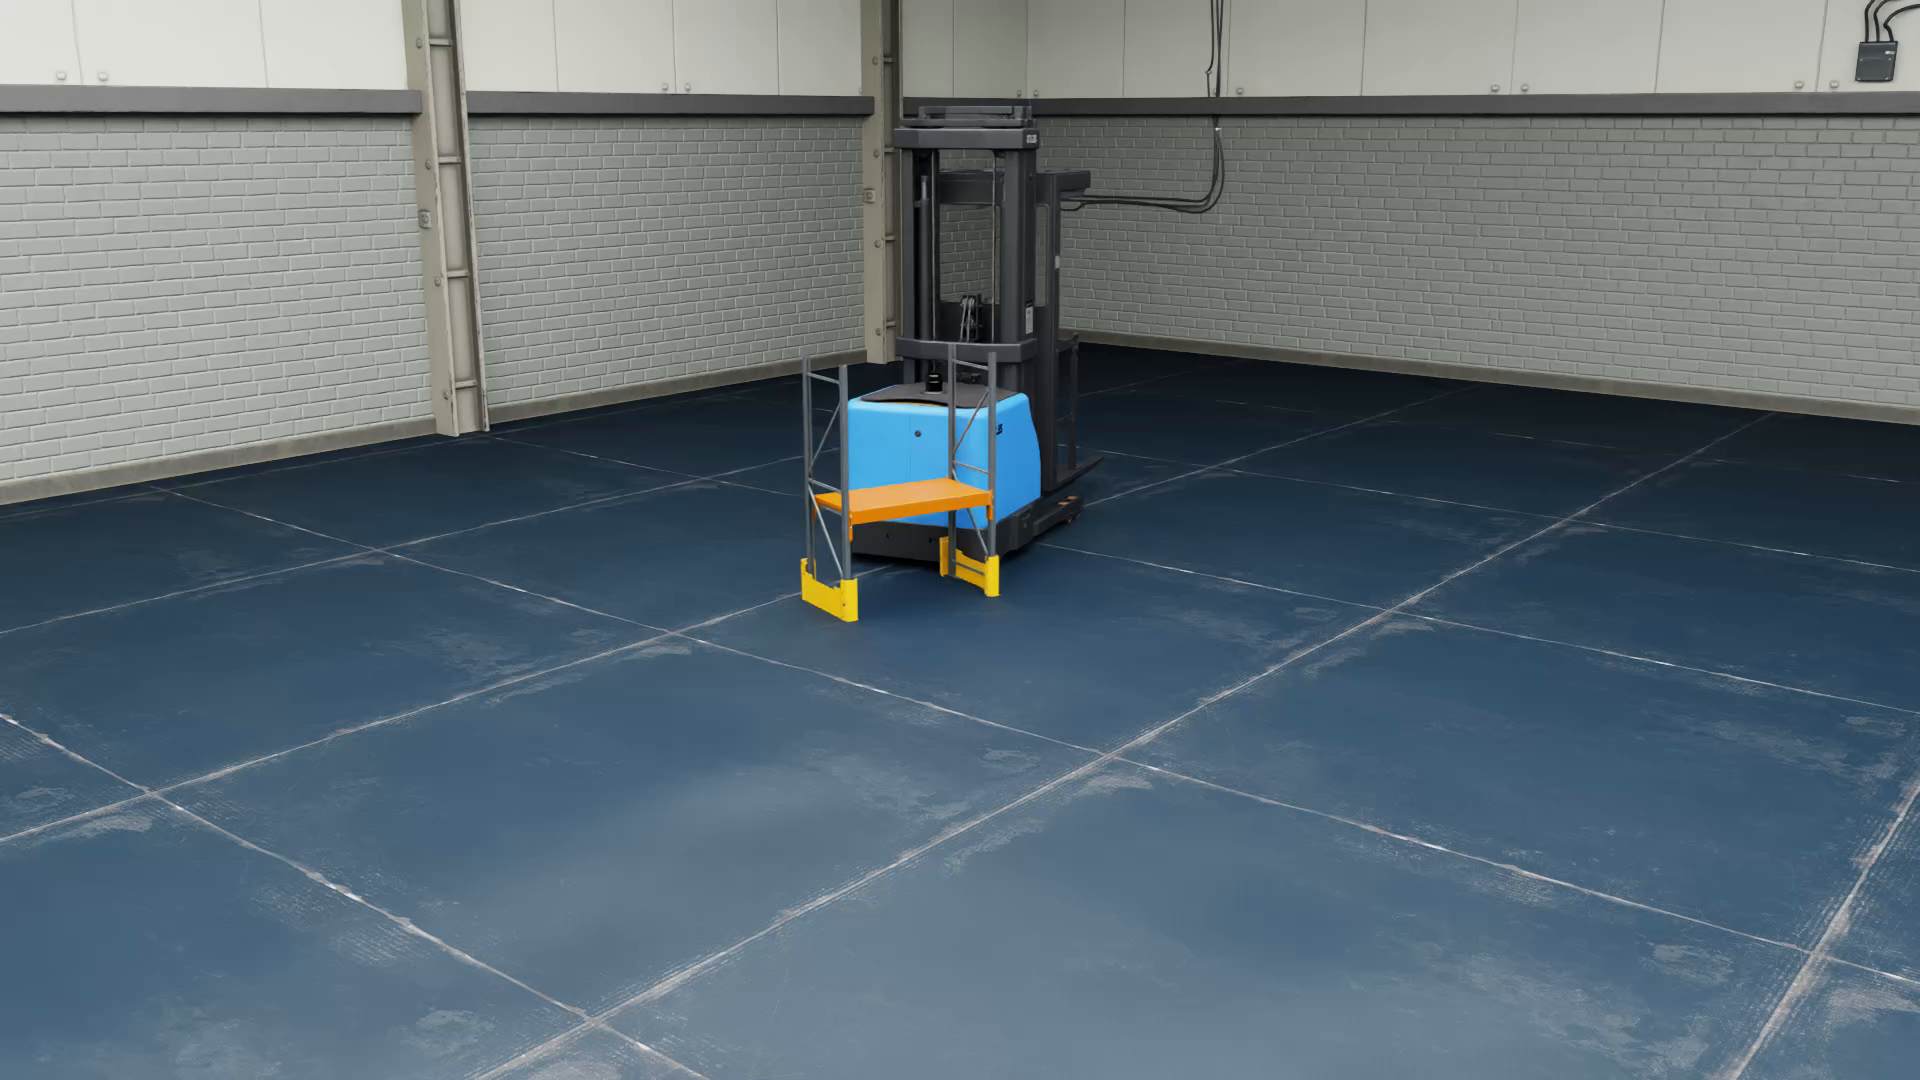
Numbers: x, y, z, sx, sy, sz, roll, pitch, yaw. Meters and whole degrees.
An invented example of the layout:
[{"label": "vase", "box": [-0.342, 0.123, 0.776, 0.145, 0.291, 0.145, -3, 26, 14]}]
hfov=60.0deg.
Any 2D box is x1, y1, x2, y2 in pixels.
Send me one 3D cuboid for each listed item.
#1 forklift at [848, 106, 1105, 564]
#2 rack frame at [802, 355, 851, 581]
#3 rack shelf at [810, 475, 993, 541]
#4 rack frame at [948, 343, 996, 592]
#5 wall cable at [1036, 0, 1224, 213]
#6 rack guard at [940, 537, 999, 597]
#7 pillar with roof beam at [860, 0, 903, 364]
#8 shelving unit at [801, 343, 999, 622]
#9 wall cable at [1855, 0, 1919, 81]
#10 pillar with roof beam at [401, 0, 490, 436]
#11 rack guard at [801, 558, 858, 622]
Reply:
[{"label": "forklift", "box": [0.265, -1.571, 11.855, 1.130, 2.935, 3.031, 6, 15, 22]}, {"label": "rack frame", "box": [-0.786, -0.310, 9.797, 0.032, 1.500, 0.500, -9, 17, -31]}, {"label": "rack shelf", "box": [-0.357, -0.203, 10.106, 1.000, 0.185, 0.538, -9, 17, -31]}, {"label": "rack frame", "box": [0.071, -0.445, 10.327, 0.032, 1.500, 0.500, -9, 17, -31]}, {"label": "wall cable", "box": [1.974, -5.384, 20.849, 3.097, 2.526, 0.112, 11, 18, 38]}, {"label": "rack guard", "box": [0.055, 0.164, 10.470, 0.087, 0.250, 0.587, -9, 17, -31]}, {"label": "pillar with roof beam", "box": [2.443, -5.864, 16.428, 9.100, 9.000, 0.400, 11, 18, 38]}, {"label": "shelving unit", "box": [-0.365, -0.376, 10.057, 1.083, 1.500, 0.587, -9, 17, -31]}, {"label": "wall cable", "box": [9.348, -7.066, 14.253, 2.305, 6.003, 0.169, 11, 18, 38]}, {"label": "pillar with roof beam", "box": [-1.328, -4.715, 11.905, 9.100, 9.000, 0.400, 11, 18, 38]}, {"label": "rack guard", "box": [-0.785, 0.296, 9.952, 0.087, 0.250, 0.587, -9, 17, -31]}]
